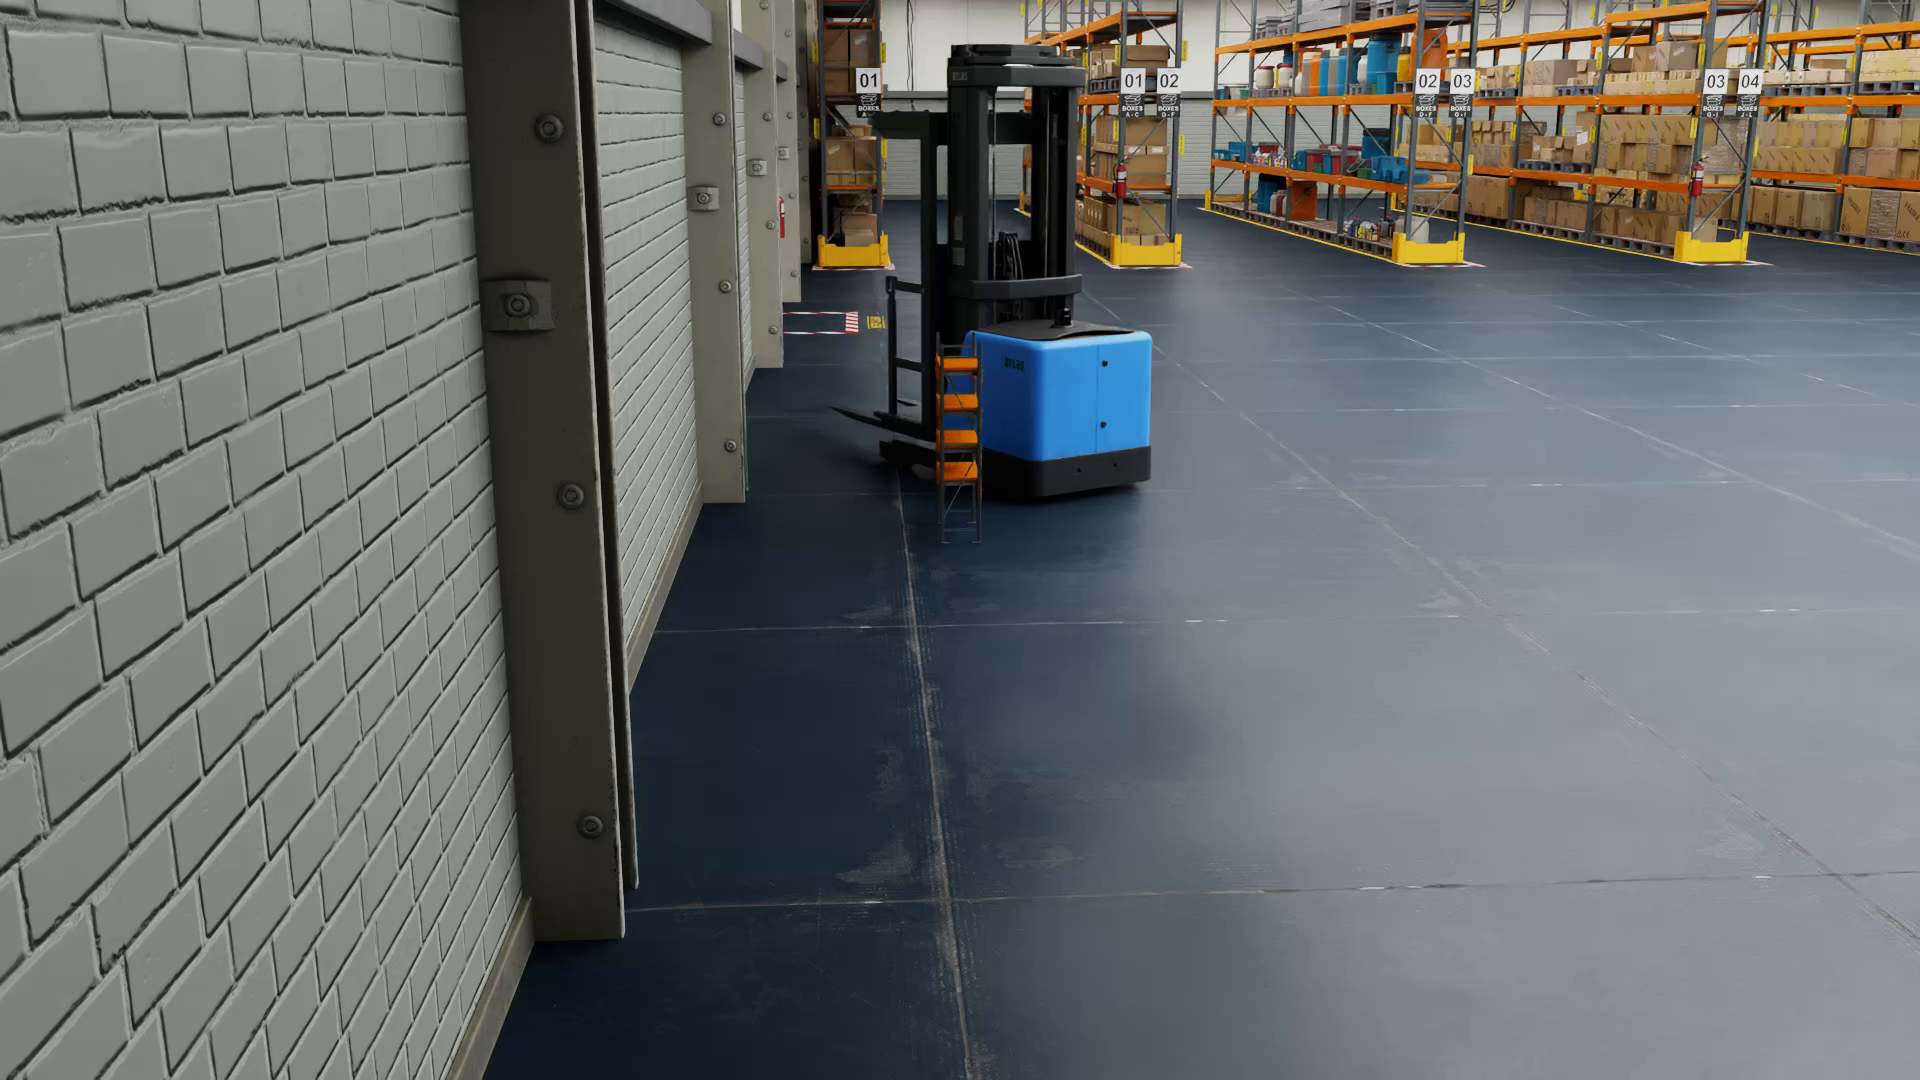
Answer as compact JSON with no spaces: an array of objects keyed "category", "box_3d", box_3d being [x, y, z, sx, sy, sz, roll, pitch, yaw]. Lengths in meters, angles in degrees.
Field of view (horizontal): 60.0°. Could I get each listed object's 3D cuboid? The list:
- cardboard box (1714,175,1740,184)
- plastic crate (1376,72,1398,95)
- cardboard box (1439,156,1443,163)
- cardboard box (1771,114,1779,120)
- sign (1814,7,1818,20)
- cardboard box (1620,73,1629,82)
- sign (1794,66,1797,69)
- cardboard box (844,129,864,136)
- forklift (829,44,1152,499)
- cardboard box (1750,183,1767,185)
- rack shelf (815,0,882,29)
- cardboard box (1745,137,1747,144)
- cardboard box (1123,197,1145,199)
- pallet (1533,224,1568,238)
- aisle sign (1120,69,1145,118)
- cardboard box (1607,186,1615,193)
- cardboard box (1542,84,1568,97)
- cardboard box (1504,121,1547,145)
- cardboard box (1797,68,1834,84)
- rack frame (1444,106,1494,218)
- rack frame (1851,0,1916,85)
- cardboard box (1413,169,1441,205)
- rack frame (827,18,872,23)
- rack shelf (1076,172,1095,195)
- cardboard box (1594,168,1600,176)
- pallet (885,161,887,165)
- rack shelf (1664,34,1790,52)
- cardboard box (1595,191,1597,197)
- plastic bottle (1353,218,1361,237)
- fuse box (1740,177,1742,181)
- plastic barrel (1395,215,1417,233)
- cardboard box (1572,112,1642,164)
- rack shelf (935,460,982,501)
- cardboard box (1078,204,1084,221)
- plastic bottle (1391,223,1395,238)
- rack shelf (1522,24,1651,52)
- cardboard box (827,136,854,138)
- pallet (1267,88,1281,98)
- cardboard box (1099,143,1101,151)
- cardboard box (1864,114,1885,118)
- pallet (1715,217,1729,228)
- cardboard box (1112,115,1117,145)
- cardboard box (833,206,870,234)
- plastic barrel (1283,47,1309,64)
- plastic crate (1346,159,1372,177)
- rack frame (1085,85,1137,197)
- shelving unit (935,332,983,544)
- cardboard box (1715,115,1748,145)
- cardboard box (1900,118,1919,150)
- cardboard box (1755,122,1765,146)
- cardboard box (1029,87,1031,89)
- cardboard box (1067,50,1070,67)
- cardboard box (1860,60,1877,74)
[{"category":"cardboard box","box_3d":[13.253,-6.246,28.786,0.380,0.149,0.250,-1,14,-3]},{"category":"plastic crate","box_3d":[7.670,-8.131,29.622,0.392,0.384,0.575,-1,14,-3]},{"category":"cardboard box","box_3d":[11.927,-9.291,40.620,0.380,0.149,0.250,-1,14,-2]},{"category":"cardboard box","box_3d":[21.678,-11.180,43.948,0.380,0.149,0.250,-1,14,-2]},{"category":"sign","box_3d":[22.475,-13.826,43.670,0.100,0.325,0.005,-1,14,-3]},{"category":"cardboard box","box_3d":[12.577,-8.642,31.077,0.380,0.149,0.250,-1,14,-3]},{"category":"sign","box_3d":[18.048,-10.082,35.975,0.100,0.325,0.005,-1,14,-3]},{"category":"cardboard box","box_3d":[-2.209,-8.464,34.517,0.380,0.149,0.250,-3,15,-13]},{"category":"forklift","box_3d":[0.068,-2.005,11.939,1.130,2.935,3.031,-9,17,-32]},{"category":"cardboard box","box_3d":[17.692,-7.865,37.245,0.500,0.250,0.500,-2,15,-6]},{"category":"rack shelf","box_3d":[-1.923,-9.116,28.849,1.077,0.370,4.000,-1,14,-3]},{"category":"cardboard box","box_3d":[17.639,-8.889,37.021,0.380,0.149,0.250,-1,14,-5]},{"category":"cardboard box","box_3d":[3.163,-6.134,31.019,0.500,0.500,0.500,-1,14,-3]},{"category":"pallet","box_3d":[12.656,-6.435,34.614,1.003,0.211,1.213,-1,14,-3]},{"category":"aisle sign","box_3d":[2.856,-7.379,27.469,0.394,0.787,0.004,-1,14,-3]},{"category":"cardboard box","box_3d":[16.792,-8.972,42.562,0.380,0.149,0.250,-1,14,-3]},{"category":"cardboard box","box_3d":[12.385,-9.287,34.381,0.500,0.250,0.500,-1,14,-2]},{"category":"cardboard box","box_3d":[12.508,-8.999,36.768,0.797,0.503,0.637,0,14,-2]},{"category":"cardboard box","box_3d":[17.413,-9.433,33.785,0.500,0.311,0.500,-1,14,-5]},{"category":"rack frame","box_3d":[12.289,-9.277,40.064,1.000,3.000,0.127,-1,14,-3]},{"category":"rack frame","box_3d":[17.741,-10.245,31.784,1.000,3.000,0.127,-1,14,-3]},{"category":"cardboard box","box_3d":[12.217,-9.062,42.650,0.875,0.875,0.875,-1,14,-3]},{"category":"rack frame","box_3d":[-2.295,-10.959,34.559,1.000,3.000,0.127,-1,14,-3]},{"category":"rack shelf","box_3d":[2.773,-7.285,33.764,1.077,0.370,4.000,-1,14,-3]},{"category":"cardboard box","box_3d":[12.498,-7.108,32.137,0.380,0.149,0.250,-1,14,-3]},{"category":"pallet","box_3d":[-2.144,-7.785,34.648,1.213,0.211,1.003,-1,14,-3]},{"category":"rack shelf","box_3d":[17.370,-11.195,37.723,1.077,0.370,4.000,-1,14,-3]},{"category":"cardboard box","box_3d":[16.735,-9.087,43.607,0.380,0.149,0.250,-1,14,-4]},{"category":"plastic bottle","box_3d":[7.489,-5.888,31.322,0.144,0.351,0.185,-1,15,-6]},{"category":"fuse box","box_3d":[23.665,-11.199,50.120,0.539,1.711,0.414,-1,14,-3]},{"category":"plastic barrel","box_3d":[7.941,-5.502,29.542,0.421,0.512,0.421,0,14,0]},{"category":"cardboard box","box_3d":[12.875,-7.982,32.981,1.000,1.000,1.000,-1,14,-3]},{"category":"rack shelf","box_3d":[-0.010,-0.365,10.103,0.258,0.148,0.480,-1,14,-3]},{"category":"cardboard box","box_3d":[2.586,-6.376,32.336,0.500,0.311,0.500,-1,14,-3]},{"category":"plastic bottle","box_3d":[8.100,-5.783,31.051,0.061,0.283,0.133,-1,14,-3]},{"category":"rack shelf","box_3d":[12.661,-10.149,33.657,1.077,0.370,4.000,-1,14,-3]},{"category":"cardboard box","box_3d":[-2.226,-7.239,30.896,0.500,0.500,0.500,-1,14,-5]},{"category":"pallet","box_3d":[7.565,-10.087,37.569,1.003,0.211,1.213,-1,14,-3]},{"category":"cardboard box","box_3d":[2.771,-7.237,30.631,0.380,0.149,0.250,-1,14,-4]},{"category":"cardboard box","box_3d":[22.419,-10.360,40.762,0.380,0.149,0.250,-1,14,-4]},{"category":"pallet","box_3d":[17.446,-7.178,37.501,1.003,0.211,1.213,-1,14,-3]},{"category":"cardboard box","box_3d":[3.055,-7.203,29.199,0.700,0.500,0.500,-1,14,-3]},{"category":"cardboard box","box_3d":[-2.109,-6.244,32.407,0.700,0.500,0.500,0,14,-2]},{"category":"plastic barrel","box_3d":[7.604,-10.678,37.638,0.600,0.901,0.708,-1,14,-3]},{"category":"plastic crate","box_3d":[7.747,-7.049,31.529,0.767,0.338,0.504,-1,14,-3]},{"category":"rack frame","box_3d":[2.897,-7.136,31.741,1.000,3.000,0.127,-1,14,-3]},{"category":"shelving unit","box_3d":[-0.010,-0.622,10.037,0.258,1.200,0.503,-1,14,-3]},{"category":"cardboard box","box_3d":[13.270,-7.111,28.839,0.500,0.500,0.500,-1,14,-3]},{"category":"cardboard box","box_3d":[17.817,-7.440,30.453,0.875,0.550,0.500,-1,14,-3]},{"category":"cardboard box","box_3d":[17.511,-8.755,35.826,0.700,0.500,0.500,-1,14,-4]},{"category":"cardboard box","box_3d":[1.987,-11.362,41.444,0.500,0.250,0.500,-1,14,-3]},{"category":"cardboard box","box_3d":[2.597,-10.351,36.012,0.500,0.500,0.500,-1,14,-3]},{"category":"cardboard box","box_3d":[17.492,-8.989,31.585,0.500,0.250,0.500,-1,14,-3]}]
